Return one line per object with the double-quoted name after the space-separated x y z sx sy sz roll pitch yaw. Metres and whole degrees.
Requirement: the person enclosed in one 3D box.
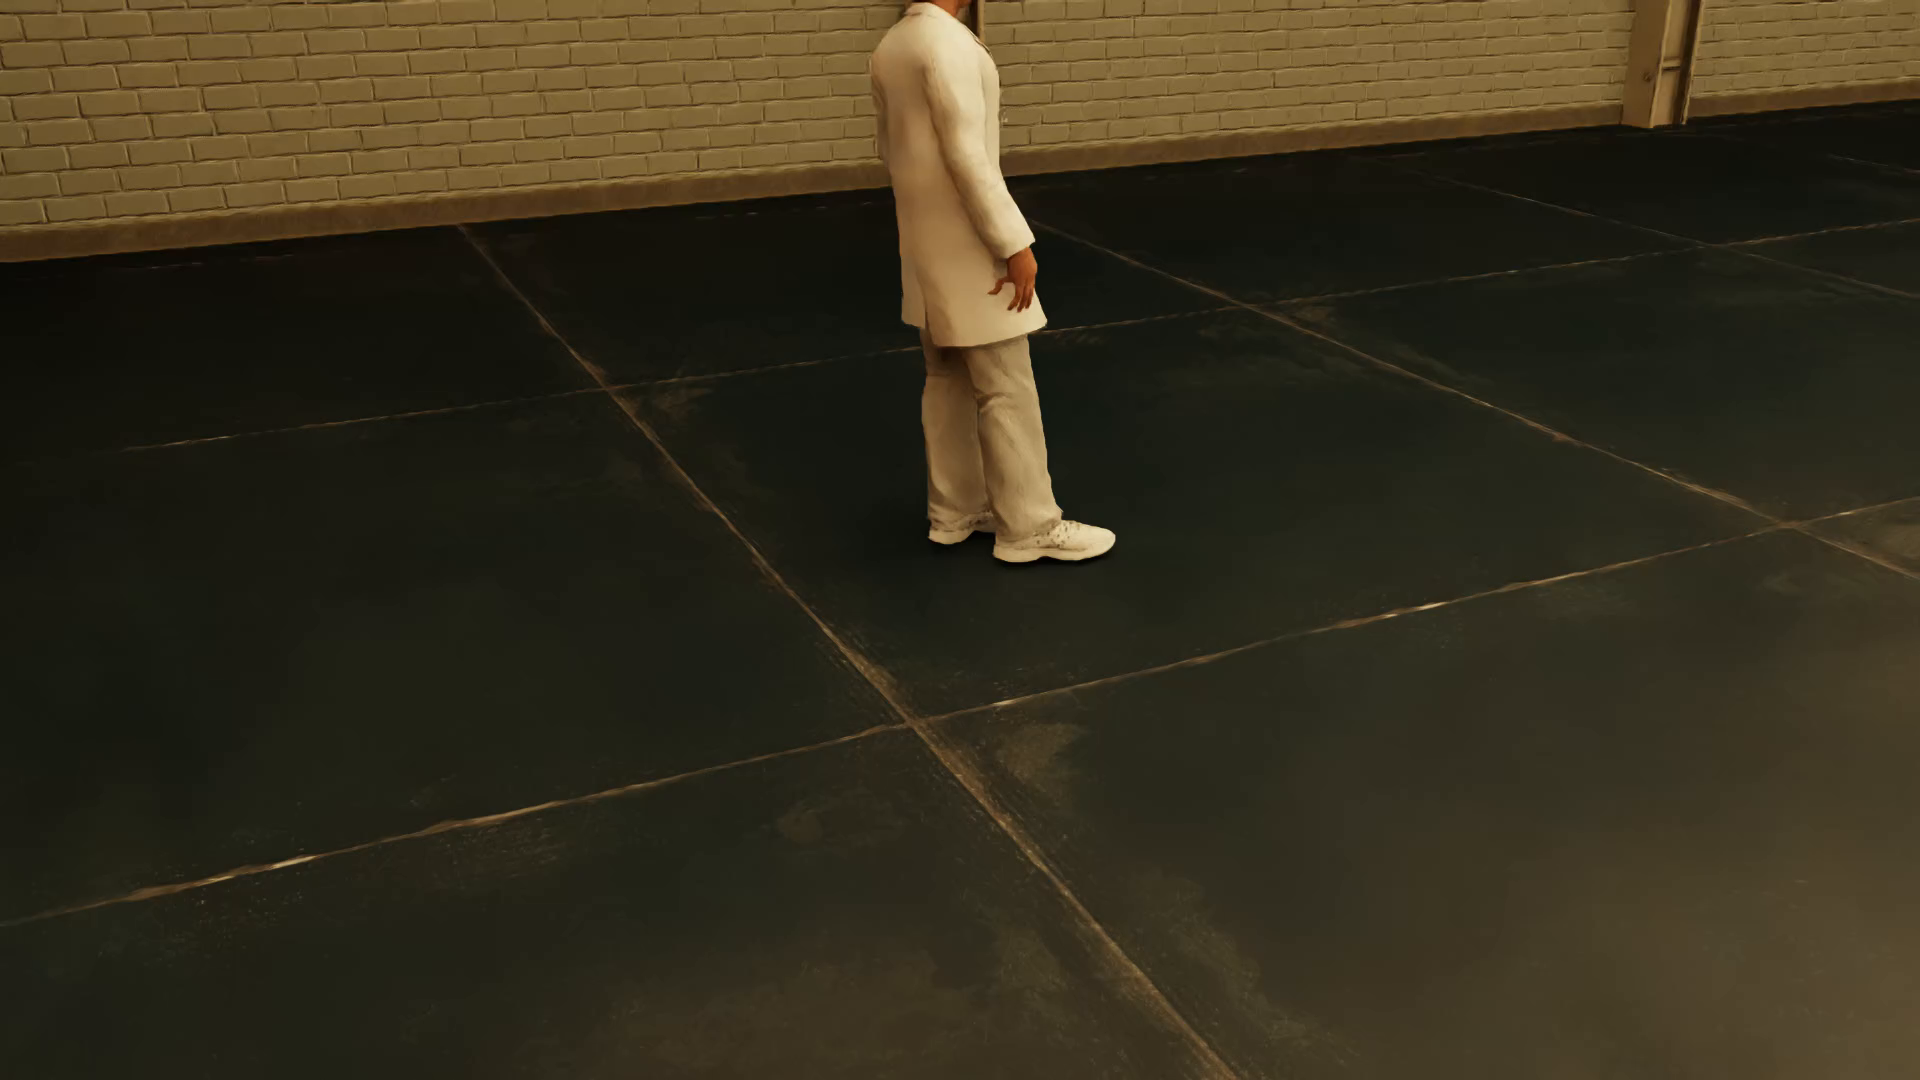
0.084 -0.841 4.795 0.579 1.776 0.694 -10 25 -23 "person"
